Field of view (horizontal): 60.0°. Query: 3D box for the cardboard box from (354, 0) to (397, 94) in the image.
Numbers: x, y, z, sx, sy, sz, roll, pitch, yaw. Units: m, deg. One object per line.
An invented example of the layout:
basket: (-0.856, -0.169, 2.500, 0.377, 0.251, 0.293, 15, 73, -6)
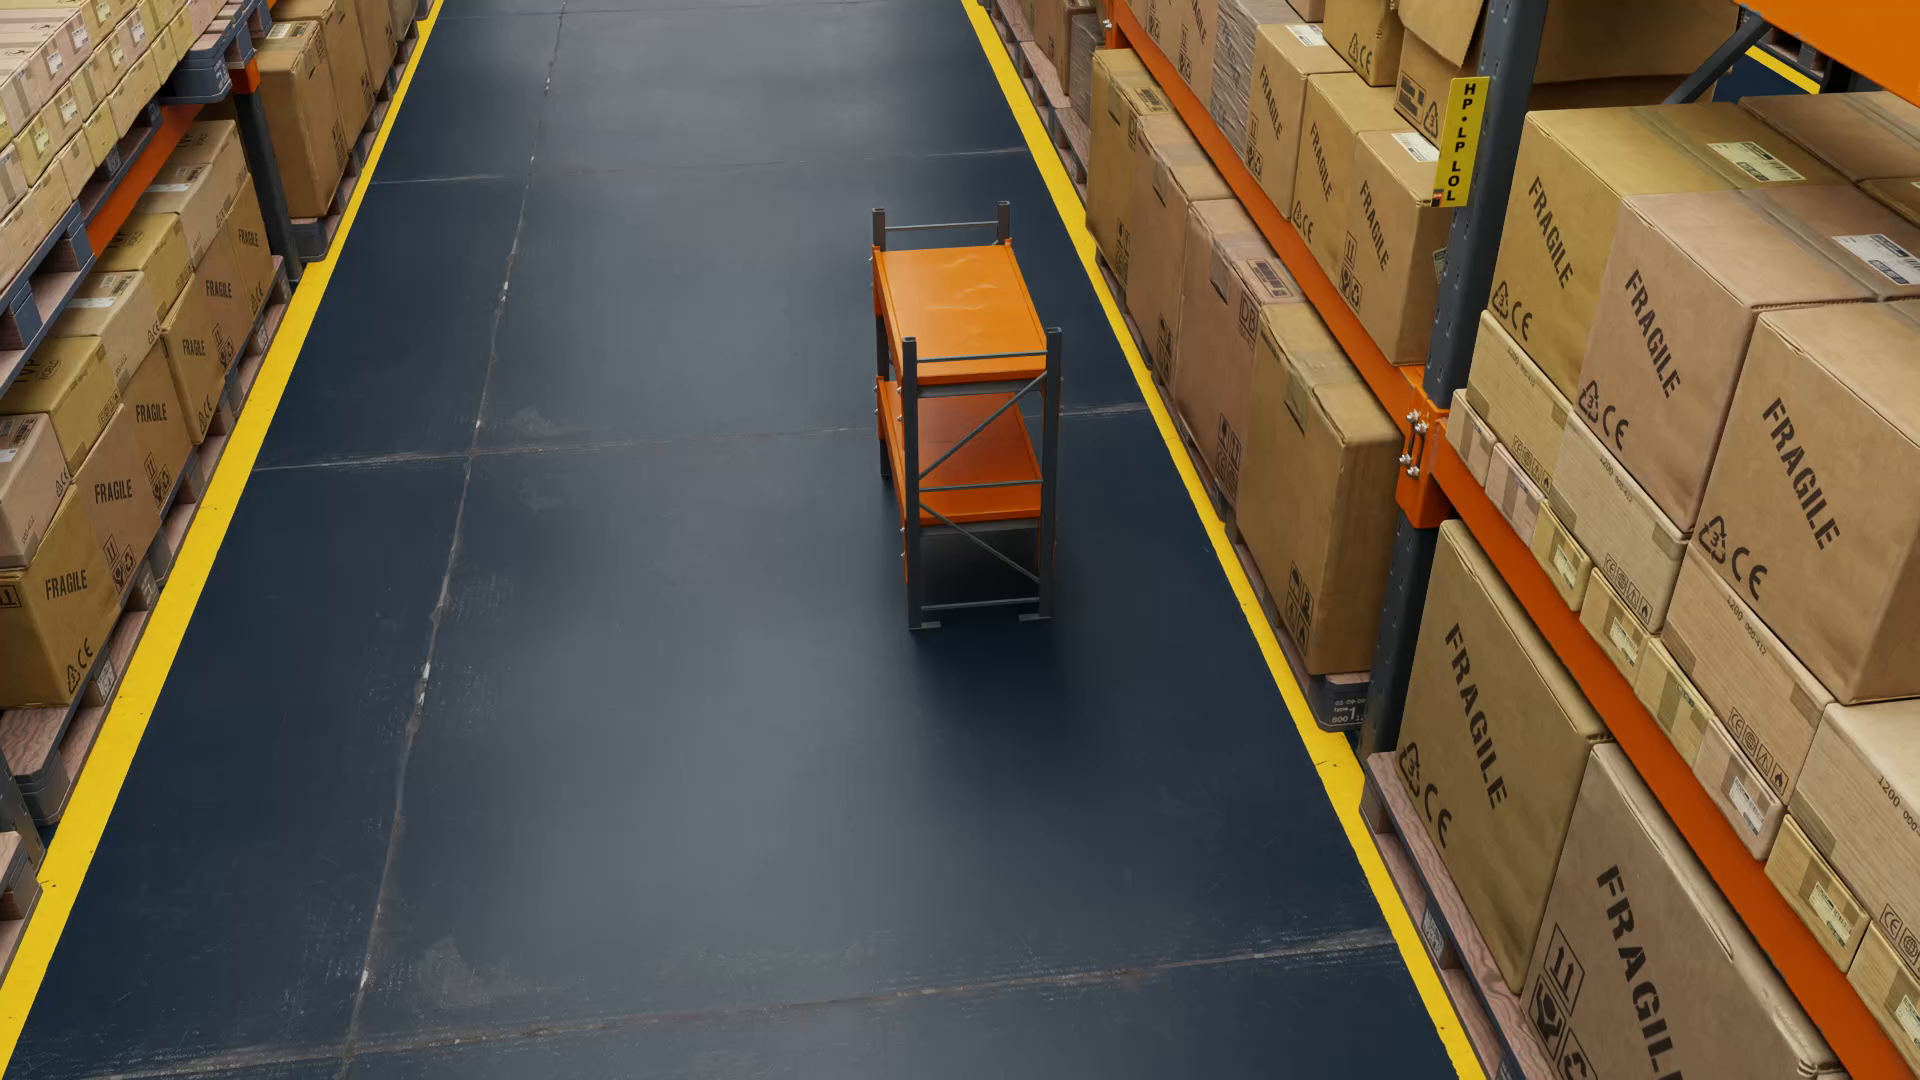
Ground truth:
cardboard box: (-3.952, -3.075, 9.724, 1.050, 0.750, 0.750, -4, 35, -6)

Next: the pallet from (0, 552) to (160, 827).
pallet: (-3.281, 0.472, 5.369, 1.003, 0.211, 1.213, -4, 35, -6)

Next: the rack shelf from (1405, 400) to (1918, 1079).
rack shelf: (2.023, 0.849, 2.980, 1.077, 0.370, 4.000, -4, 35, -6)

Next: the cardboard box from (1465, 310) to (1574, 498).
cardboard box: (1.557, -0.344, 3.960, 0.500, 0.250, 0.500, -5, 35, -7)

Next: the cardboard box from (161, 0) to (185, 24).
cardboard box: (-3.086, -1.994, 6.098, 0.380, 0.149, 0.250, -4, 35, -6)

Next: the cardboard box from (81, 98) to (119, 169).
cardboard box: (-2.953, -1.298, 5.342, 0.380, 0.149, 0.250, -5, 35, -7)

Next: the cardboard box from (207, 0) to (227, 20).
cardboard box: (-3.159, -2.168, 6.618, 0.380, 0.149, 0.250, -4, 35, -7)

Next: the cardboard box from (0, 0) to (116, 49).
cardboard box: (-2.987, -1.687, 5.384, 0.380, 0.149, 0.250, -3, 34, -5)

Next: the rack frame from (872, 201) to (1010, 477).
rack frame: (-0.067, -0.745, 6.344, 0.500, 1.125, 0.032, -4, 35, -6)

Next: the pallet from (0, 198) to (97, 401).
pallet: (-3.133, -0.604, 4.643, 1.003, 0.211, 1.213, -4, 35, -6)

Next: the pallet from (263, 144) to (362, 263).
pallet: (-3.744, -1.771, 8.661, 1.003, 0.211, 1.213, -4, 35, -6)

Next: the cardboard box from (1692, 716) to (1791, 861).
cardboard box: (1.639, 0.453, 3.145, 0.380, 0.149, 0.250, -4, 34, -6)

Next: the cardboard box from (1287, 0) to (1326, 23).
cardboard box: (1.480, -2.106, 5.697, 0.797, 0.503, 0.637, -3, 34, -5)

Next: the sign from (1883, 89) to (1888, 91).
sign: (2.304, -0.998, 4.212, 0.100, 0.325, 0.005, -4, 35, -6)

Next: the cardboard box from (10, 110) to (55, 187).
cardboard box: (-2.879, -1.126, 4.825, 0.380, 0.149, 0.250, -6, 35, -8)

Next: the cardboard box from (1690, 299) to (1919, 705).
cardboard box: (1.698, -0.084, 2.912, 0.500, 0.500, 0.500, -5, 35, -8)

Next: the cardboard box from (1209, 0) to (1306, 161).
cardboard box: (1.221, -1.694, 5.983, 0.500, 0.500, 0.500, -4, 35, -6)

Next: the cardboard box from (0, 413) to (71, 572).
cardboard box: (-3.012, -0.128, 4.956, 0.500, 0.250, 0.500, -6, 35, -8)

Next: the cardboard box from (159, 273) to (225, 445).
cardboard box: (-3.212, -0.687, 6.441, 0.500, 0.500, 0.500, -6, 35, -9)

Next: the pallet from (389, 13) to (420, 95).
pallet: (-4.072, -3.133, 10.659, 1.003, 0.211, 1.213, -4, 35, -6)

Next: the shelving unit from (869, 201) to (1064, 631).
shelving unit: (0.001, -0.461, 5.928, 0.538, 1.125, 1.048, -4, 35, -6)

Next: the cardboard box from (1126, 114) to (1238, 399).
cardboard box: (1.400, -1.208, 6.872, 1.225, 0.875, 0.875, -4, 35, -6)

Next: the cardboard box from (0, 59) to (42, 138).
cardboard box: (-2.879, -1.254, 4.748, 0.380, 0.149, 0.250, -5, 35, -7)

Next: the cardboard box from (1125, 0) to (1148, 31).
cardboard box: (1.012, -2.546, 7.234, 0.500, 0.500, 0.500, -3, 34, -5)

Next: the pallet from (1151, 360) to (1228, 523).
pallet: (1.408, -0.520, 6.825, 1.003, 0.211, 1.213, -4, 35, -6)

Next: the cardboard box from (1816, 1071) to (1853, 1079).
cardboard box: (2.004, 1.513, 2.880, 0.875, 0.875, 0.875, -4, 35, -6)

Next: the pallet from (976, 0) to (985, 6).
pallet: (0.553, -4.249, 12.297, 1.003, 0.211, 1.213, -4, 35, -6)

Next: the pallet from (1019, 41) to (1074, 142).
pallet: (0.951, -2.760, 10.113, 1.003, 0.211, 1.213, -4, 35, -6)

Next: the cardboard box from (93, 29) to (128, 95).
cardboard box: (-2.984, -1.565, 5.470, 0.380, 0.149, 0.250, -5, 35, -7)

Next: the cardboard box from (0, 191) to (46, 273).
cardboard box: (-2.845, -0.864, 4.704, 0.380, 0.149, 0.250, -4, 34, -6)

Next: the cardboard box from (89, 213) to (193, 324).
cardboard box: (-3.229, -1.001, 6.235, 0.500, 0.250, 0.500, -4, 34, -5)

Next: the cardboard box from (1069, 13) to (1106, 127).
cardboard box: (1.019, -2.627, 9.270, 0.700, 0.500, 0.500, -7, 35, -10)

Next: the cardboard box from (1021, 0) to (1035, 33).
cardboard box: (0.785, -3.566, 10.648, 0.700, 0.500, 0.500, -5, 35, -7)

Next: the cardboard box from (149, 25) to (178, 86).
cardboard box: (-3.057, -1.735, 5.983, 0.380, 0.149, 0.250, -6, 35, -8)

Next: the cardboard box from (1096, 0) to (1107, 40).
cardboard box: (1.015, -2.922, 9.038, 0.500, 0.250, 0.500, -1, 34, -1)

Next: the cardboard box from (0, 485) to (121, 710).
cardboard box: (-3.011, 0.181, 5.167, 0.500, 0.500, 0.500, -3, 34, -5)

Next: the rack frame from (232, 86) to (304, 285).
rack frame: (-3.713, -2.478, 7.222, 1.000, 3.000, 0.127, -4, 35, -6)

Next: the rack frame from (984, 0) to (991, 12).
rack frame: (0.678, -5.029, 10.966, 1.000, 3.000, 0.127, -4, 35, -6)

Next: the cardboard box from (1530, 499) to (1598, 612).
cardboard box: (1.535, 0.023, 3.776, 0.380, 0.149, 0.250, -3, 34, -5)

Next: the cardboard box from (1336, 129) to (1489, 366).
cardboard box: (1.420, -0.846, 4.740, 0.500, 0.500, 0.500, -4, 35, -6)

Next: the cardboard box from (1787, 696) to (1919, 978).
cardboard box: (1.753, 0.499, 2.724, 0.500, 0.250, 0.500, -4, 35, -6)
